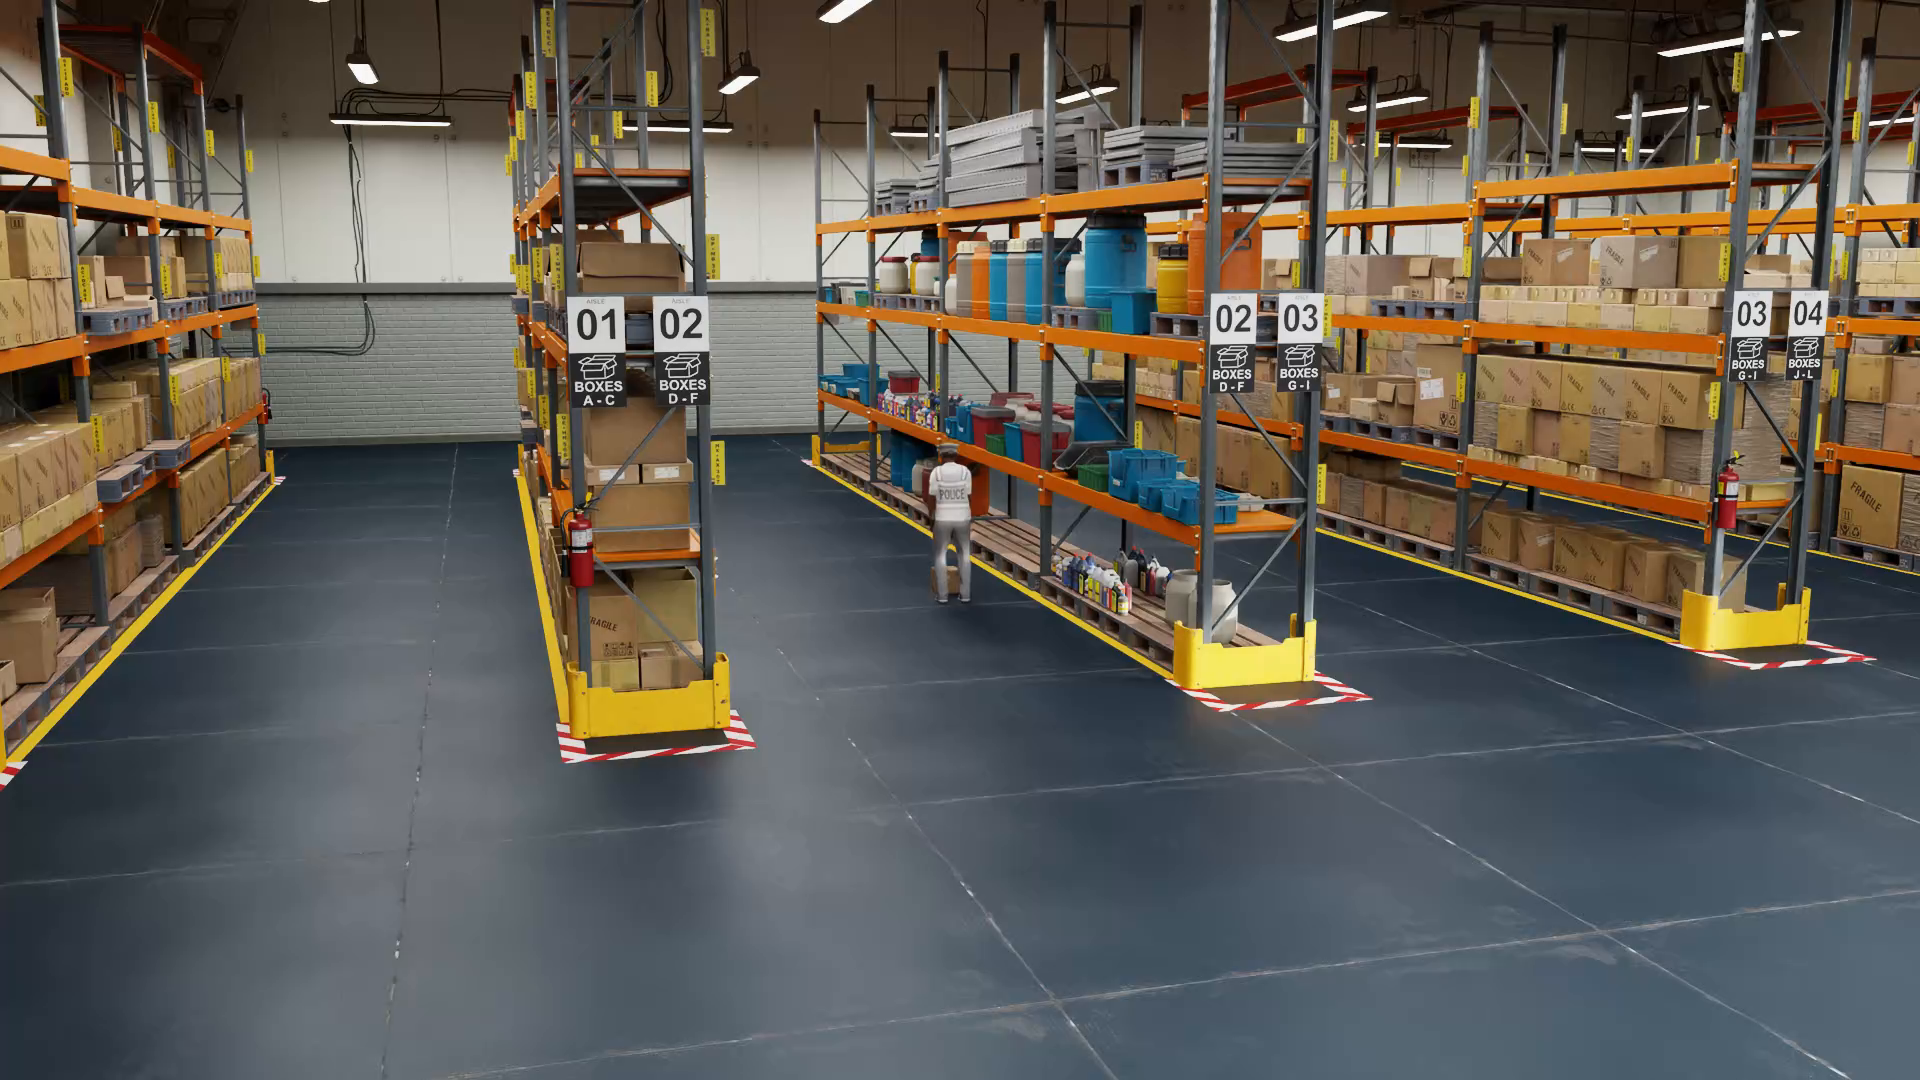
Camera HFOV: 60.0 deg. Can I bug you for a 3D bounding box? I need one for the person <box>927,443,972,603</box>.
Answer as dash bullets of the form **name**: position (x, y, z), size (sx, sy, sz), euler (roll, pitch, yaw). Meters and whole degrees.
- **person**: position (-0.108, -0.170, 17.028), size (0.450, 1.636, 0.409), euler (-1, 9, -6)
